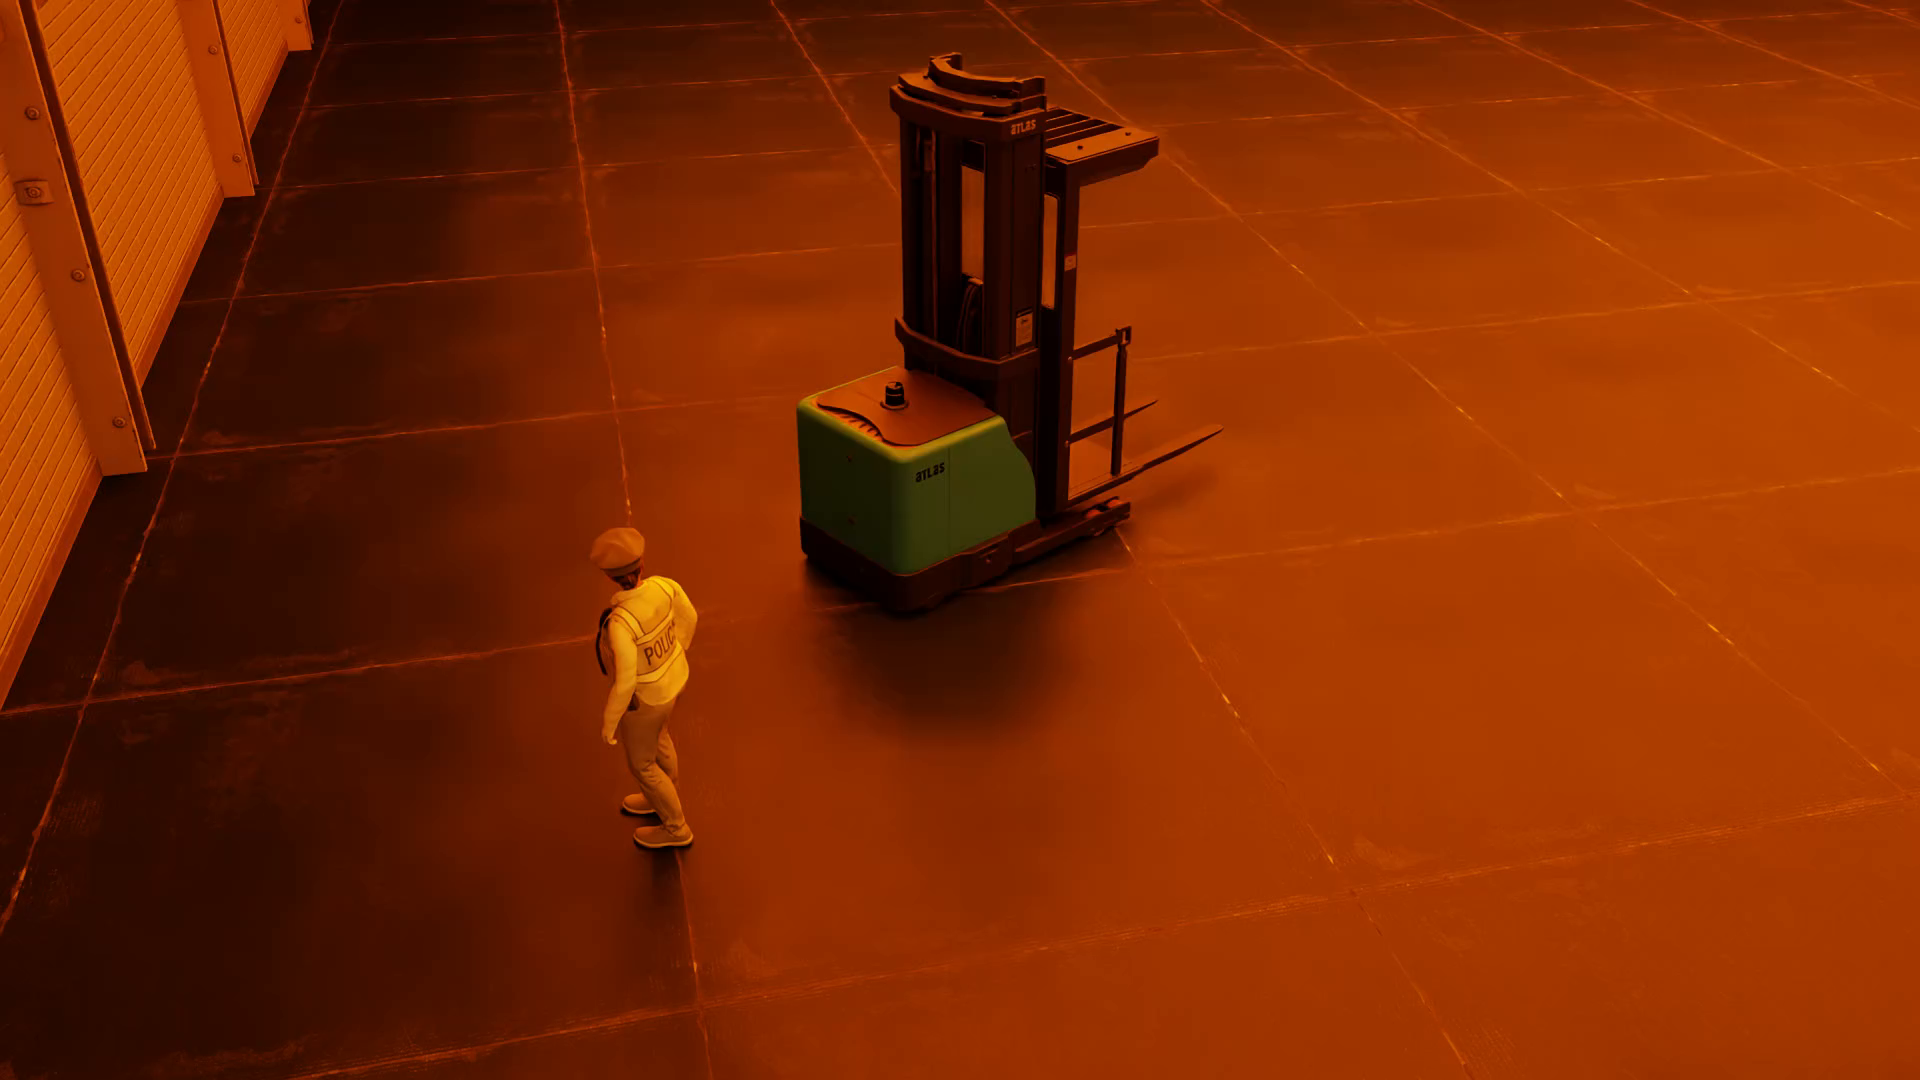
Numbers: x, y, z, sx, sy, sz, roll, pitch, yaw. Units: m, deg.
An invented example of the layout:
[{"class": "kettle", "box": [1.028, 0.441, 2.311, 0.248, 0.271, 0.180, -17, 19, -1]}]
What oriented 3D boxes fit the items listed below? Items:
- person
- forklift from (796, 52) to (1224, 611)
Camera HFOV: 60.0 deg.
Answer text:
[{"class": "person", "box": [-1.485, 0.690, 7.655, 0.451, 1.660, 0.677, 9, 31, 15]}, {"class": "forklift", "box": [0.457, -1.471, 10.116, 3.031, 2.935, 1.130, -24, 38, -35]}]
